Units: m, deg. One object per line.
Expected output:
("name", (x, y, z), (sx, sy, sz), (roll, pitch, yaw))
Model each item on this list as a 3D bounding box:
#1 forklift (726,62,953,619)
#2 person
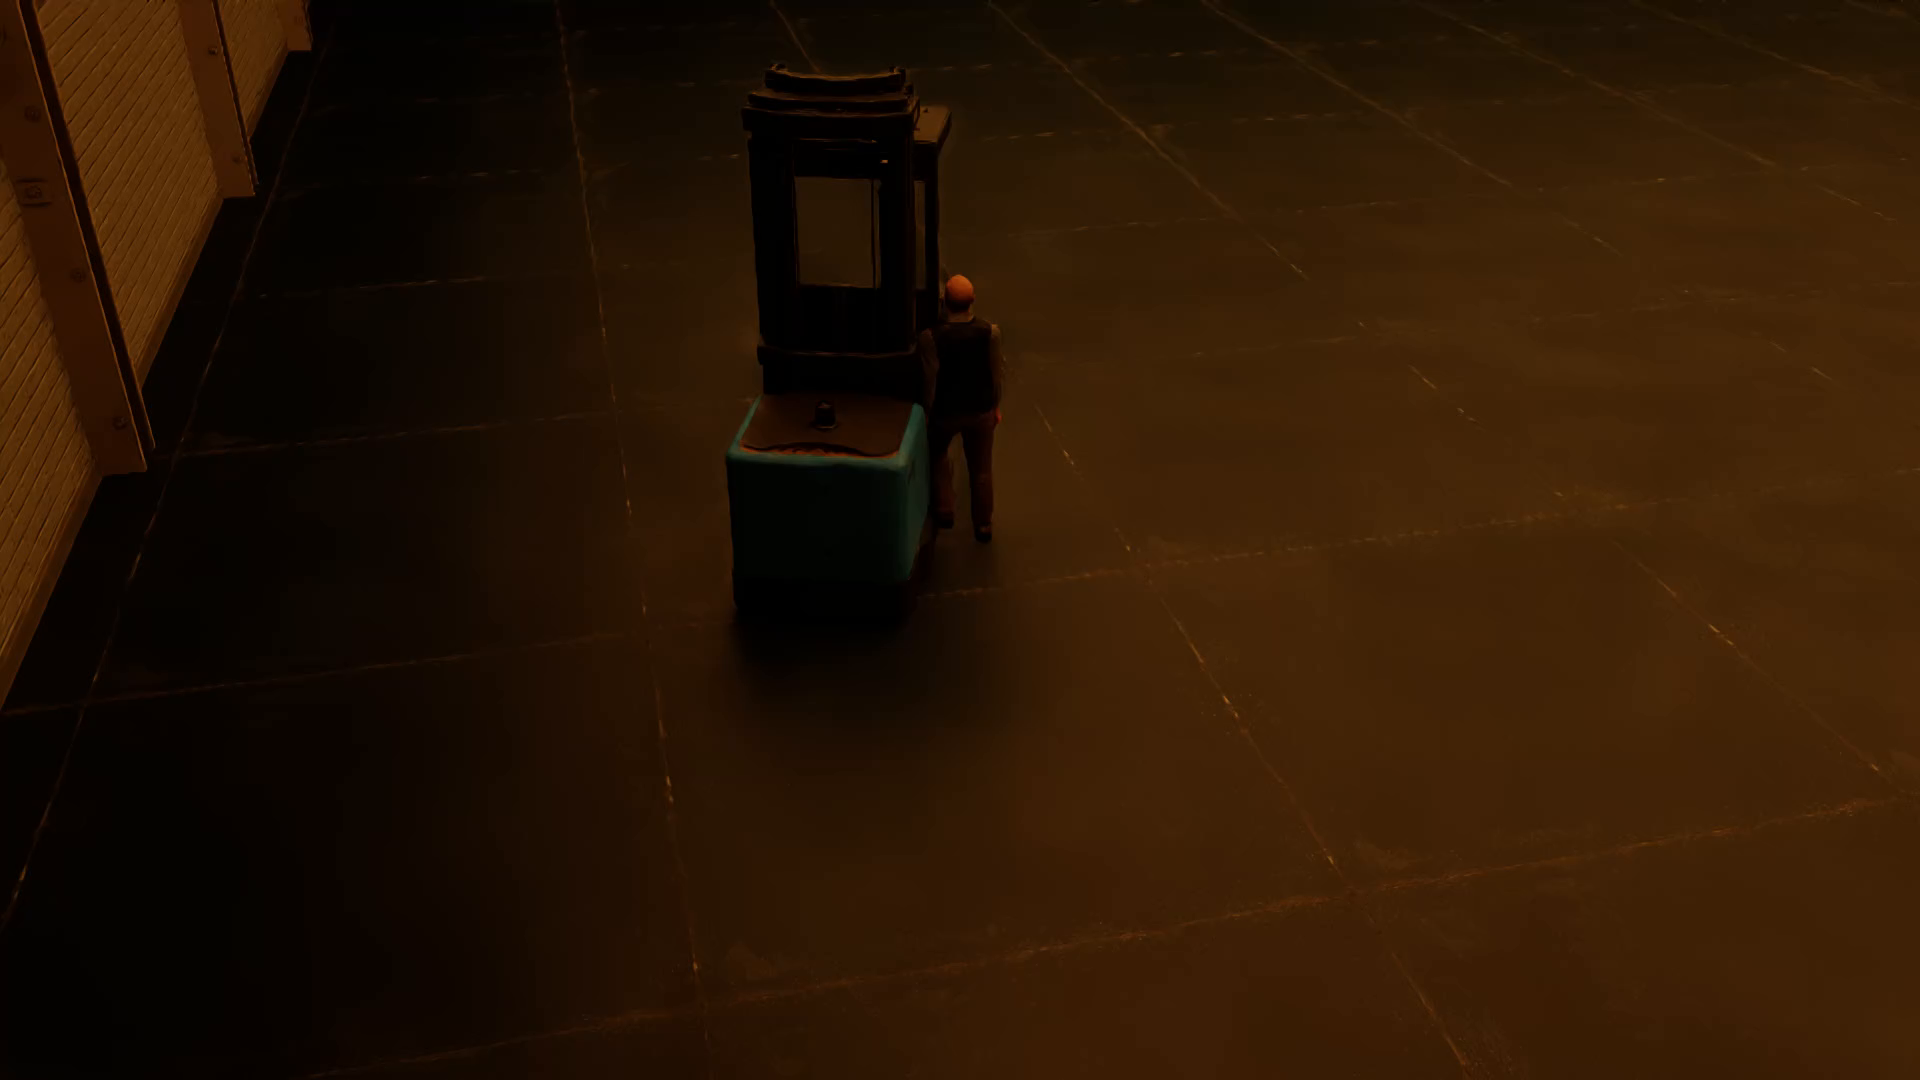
("forklift", (-0.639, -1.527, 10.212), (1.130, 2.935, 3.031), (3, 30, 6))
("person", (-0.016, -0.797, 10.103), (0.529, 1.729, 0.455), (-7, 31, -12))
